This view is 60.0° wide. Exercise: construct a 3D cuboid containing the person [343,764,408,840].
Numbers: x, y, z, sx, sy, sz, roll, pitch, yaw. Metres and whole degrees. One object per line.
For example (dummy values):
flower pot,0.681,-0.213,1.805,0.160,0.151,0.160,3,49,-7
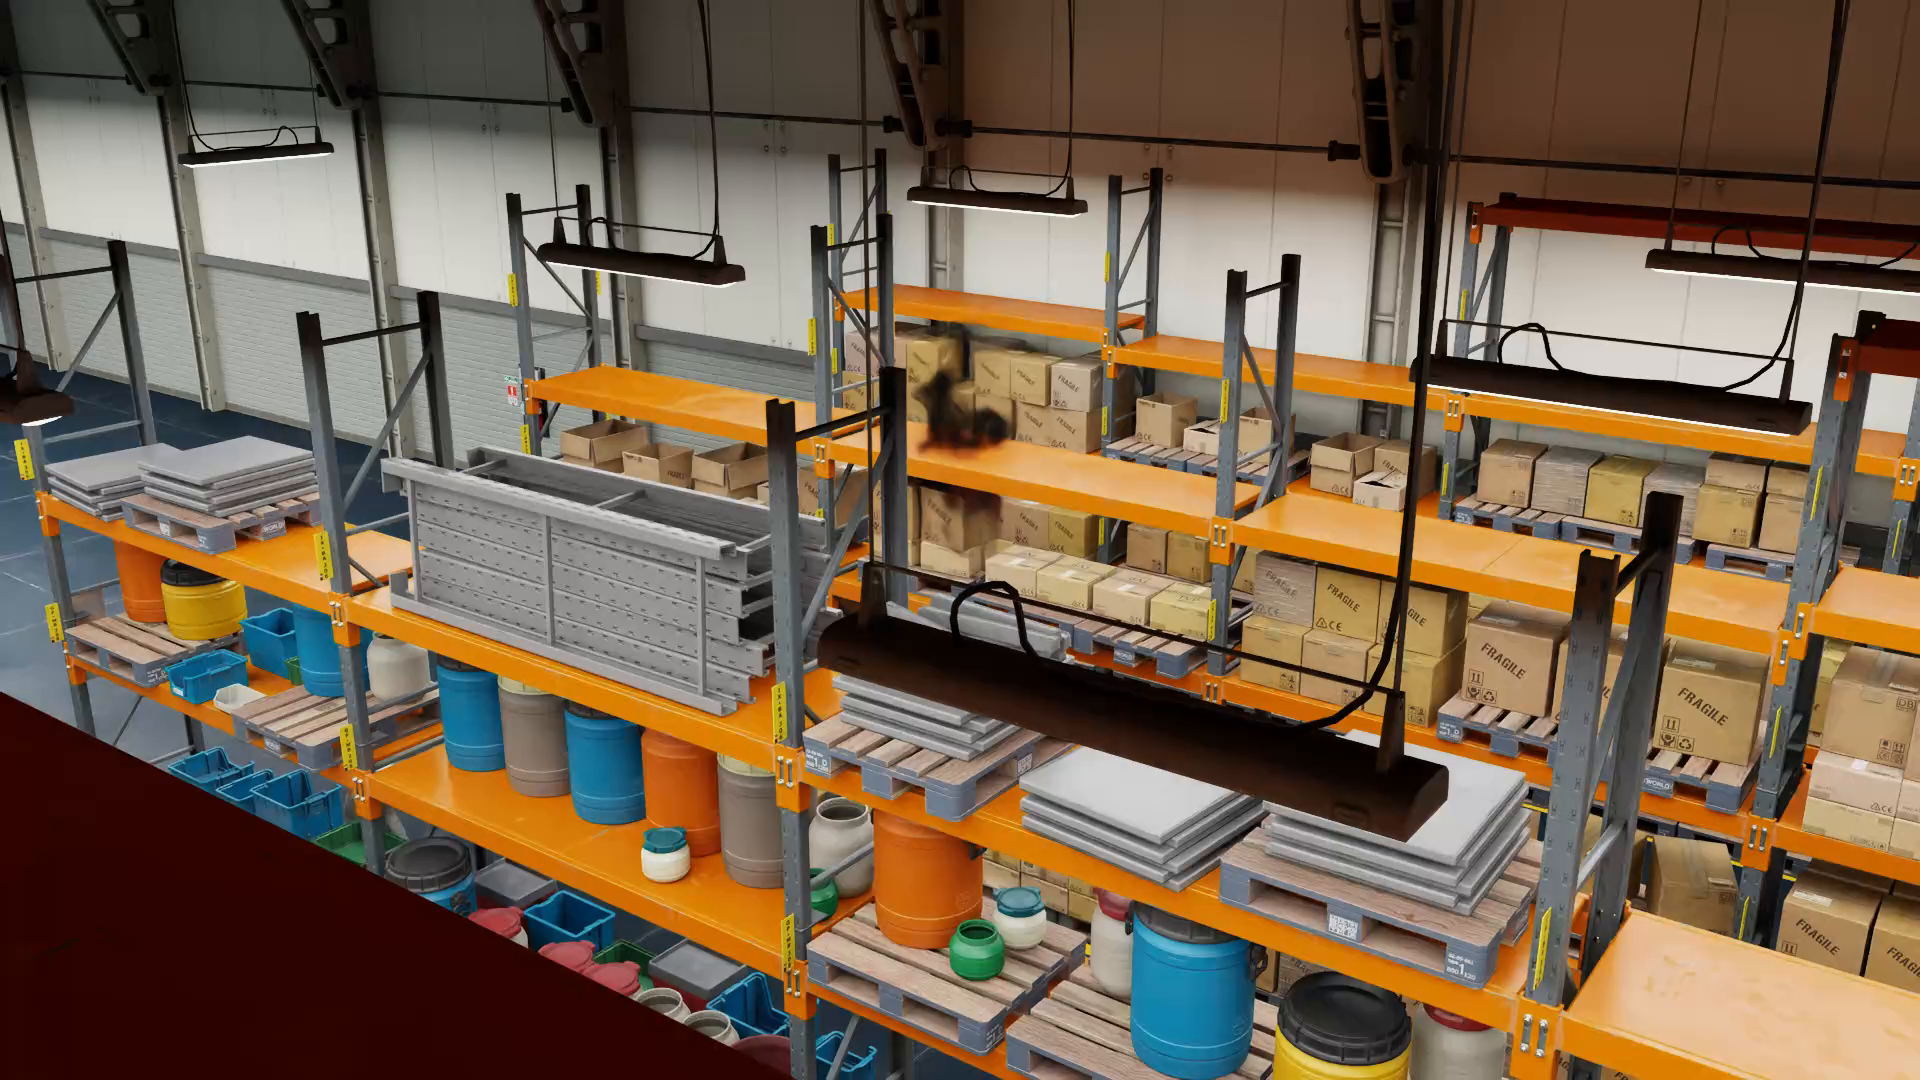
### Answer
person,-5.519,2.292,15.544,0.748,1.850,0.675,9,20,25
